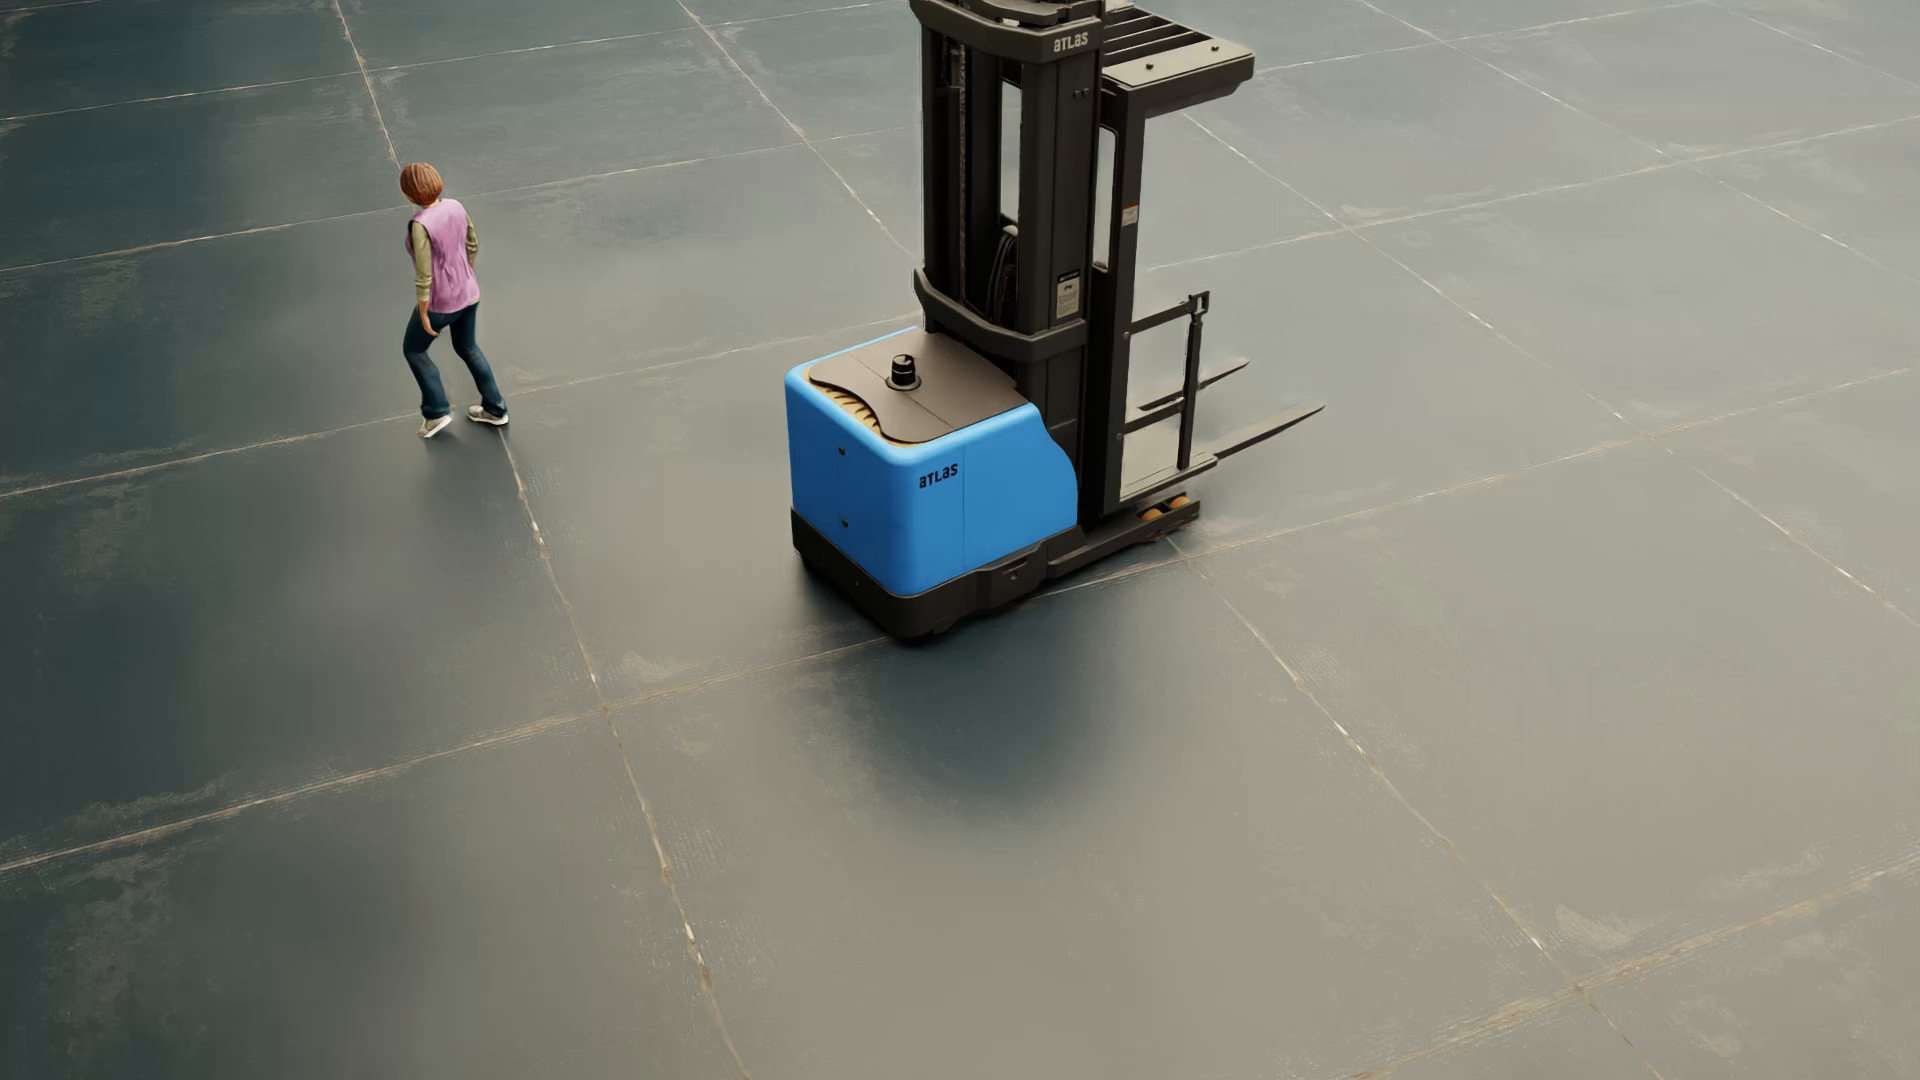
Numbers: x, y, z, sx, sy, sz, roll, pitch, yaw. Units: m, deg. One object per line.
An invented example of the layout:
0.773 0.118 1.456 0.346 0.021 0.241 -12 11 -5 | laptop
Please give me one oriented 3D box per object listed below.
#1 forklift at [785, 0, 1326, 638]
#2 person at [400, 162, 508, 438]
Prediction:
0.638 -1.412 8.084 3.031 2.935 1.130 -23 41 -29 | forklift
-2.820 -1.300 9.142 0.461 1.627 0.510 15 38 20 | person
